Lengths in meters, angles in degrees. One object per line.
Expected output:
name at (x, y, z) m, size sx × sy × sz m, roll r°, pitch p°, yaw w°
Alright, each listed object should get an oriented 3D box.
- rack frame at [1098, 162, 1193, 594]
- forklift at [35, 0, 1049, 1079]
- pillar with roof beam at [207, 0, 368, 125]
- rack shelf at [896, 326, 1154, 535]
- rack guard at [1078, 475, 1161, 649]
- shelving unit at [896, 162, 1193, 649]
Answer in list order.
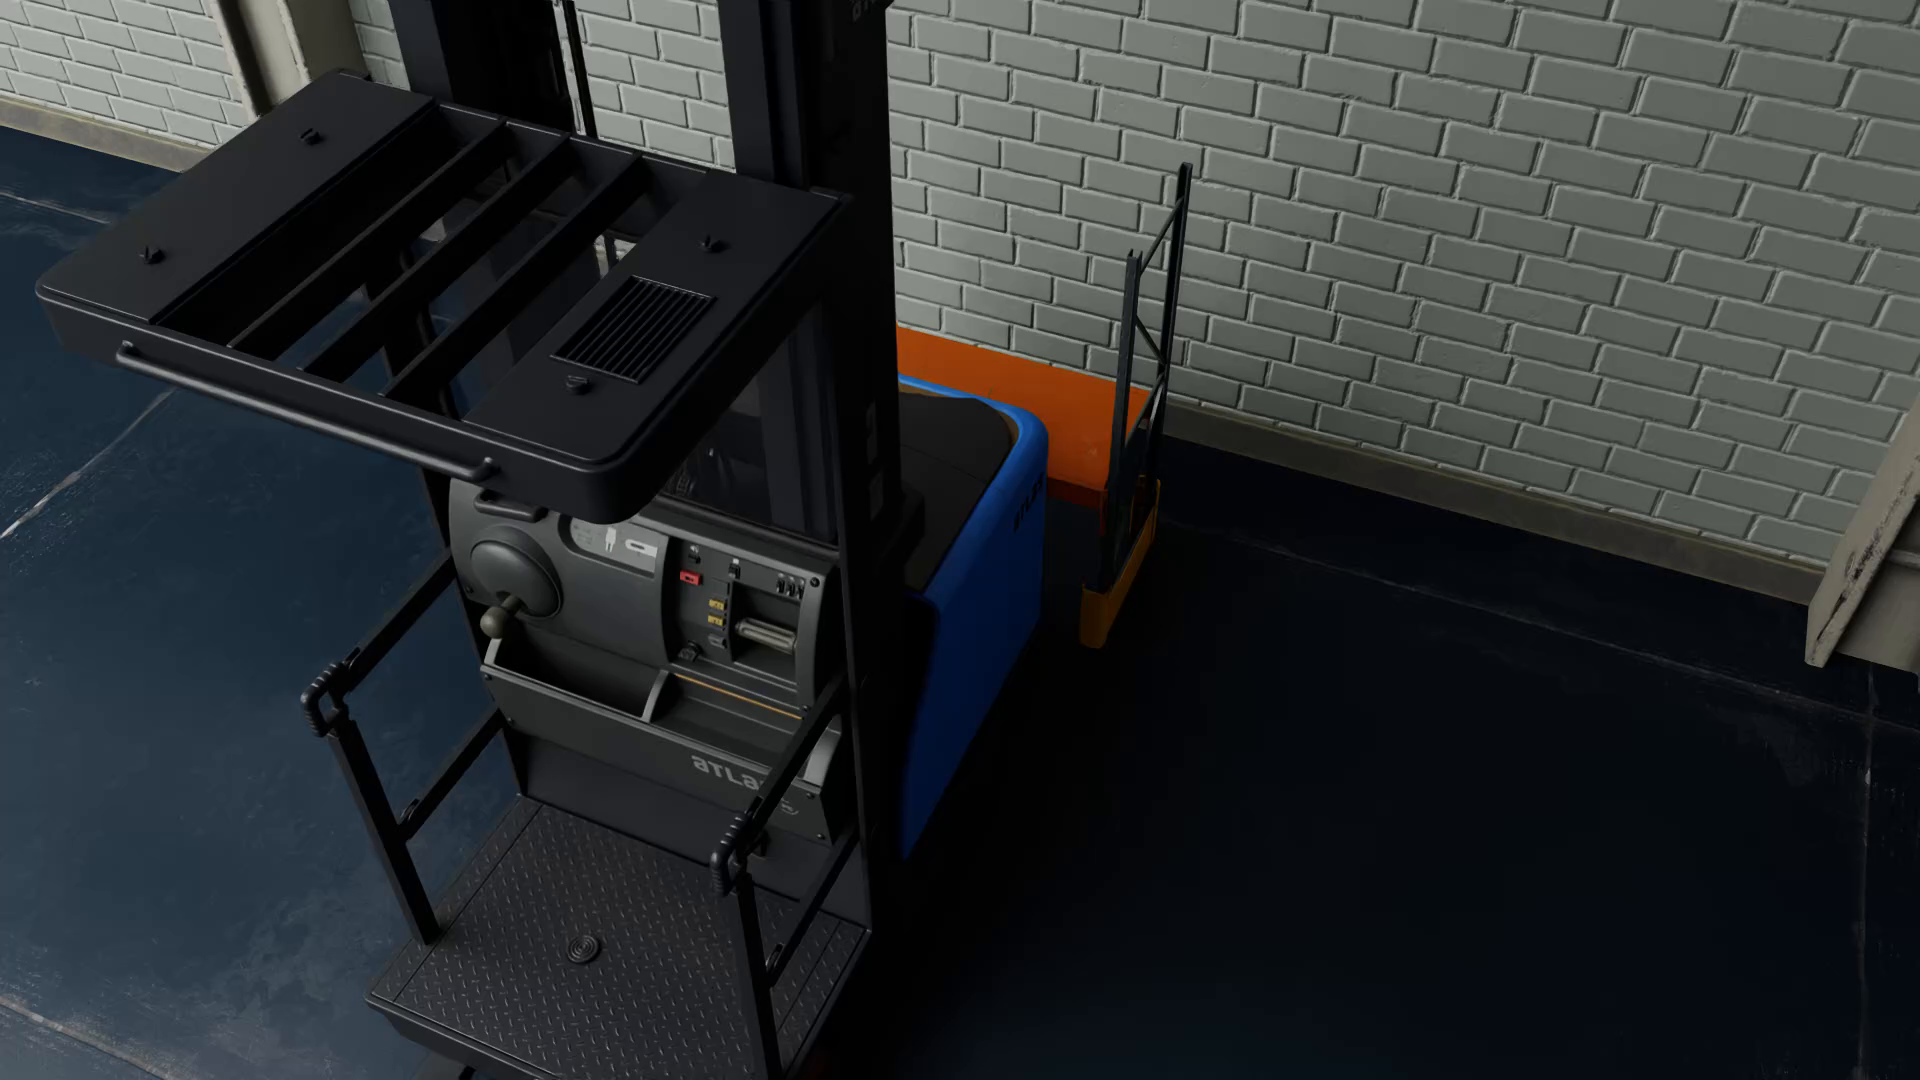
rack frame at (0.548, -0.370, 5.059) m, size 0.032 × 1.500 × 0.500 m, roll 16°, pitch 47°, yaw 16°
forklift at (-0.797, 0.190, 3.481) m, size 1.130 × 2.935 × 3.031 m, roll 17°, pitch 47°, yaw 17°
pillar with roof beam at (-4.232, -1.667, 1.046) m, size 0.400 × 9.000 × 9.100 m, roll 16°, pitch 47°, yaw 16°
rack shelf at (0.079, -0.381, 5.325) m, size 1.000 × 0.185 × 0.538 m, roll 16°, pitch 47°, yaw 16°
rack guard at (0.530, 0.067, 5.505) m, size 0.087 × 0.250 × 0.587 m, roll 16°, pitch 47°, yaw 16°
shelving unit at (0.070, -0.511, 5.200) m, size 1.083 × 1.500 × 0.587 m, roll 16°, pitch 47°, yaw 16°
